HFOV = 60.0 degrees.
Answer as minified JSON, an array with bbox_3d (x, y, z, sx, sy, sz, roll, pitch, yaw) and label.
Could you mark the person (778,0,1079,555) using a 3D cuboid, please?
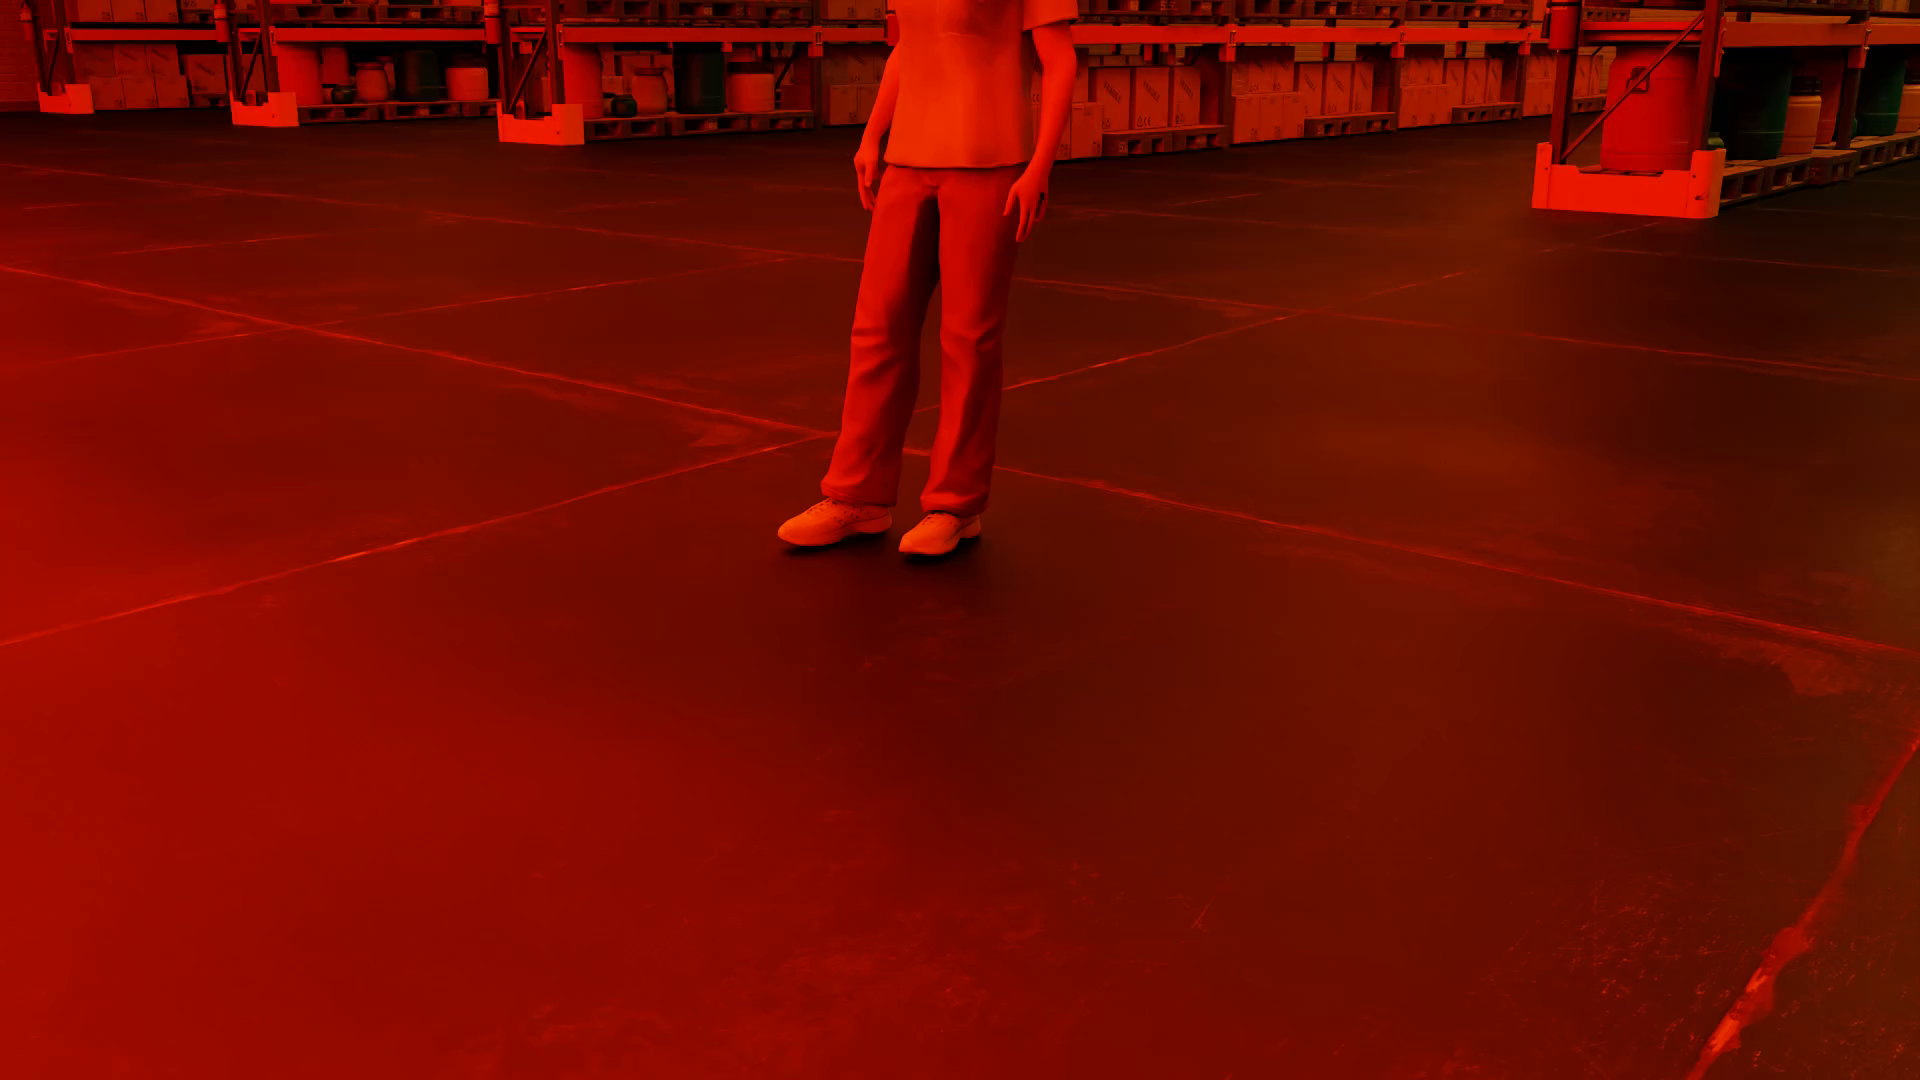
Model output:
[{"bbox_3d":[-0.056,-0.789,3.650,0.554,1.662,0.548,13,21,37],"label":"person"}]
